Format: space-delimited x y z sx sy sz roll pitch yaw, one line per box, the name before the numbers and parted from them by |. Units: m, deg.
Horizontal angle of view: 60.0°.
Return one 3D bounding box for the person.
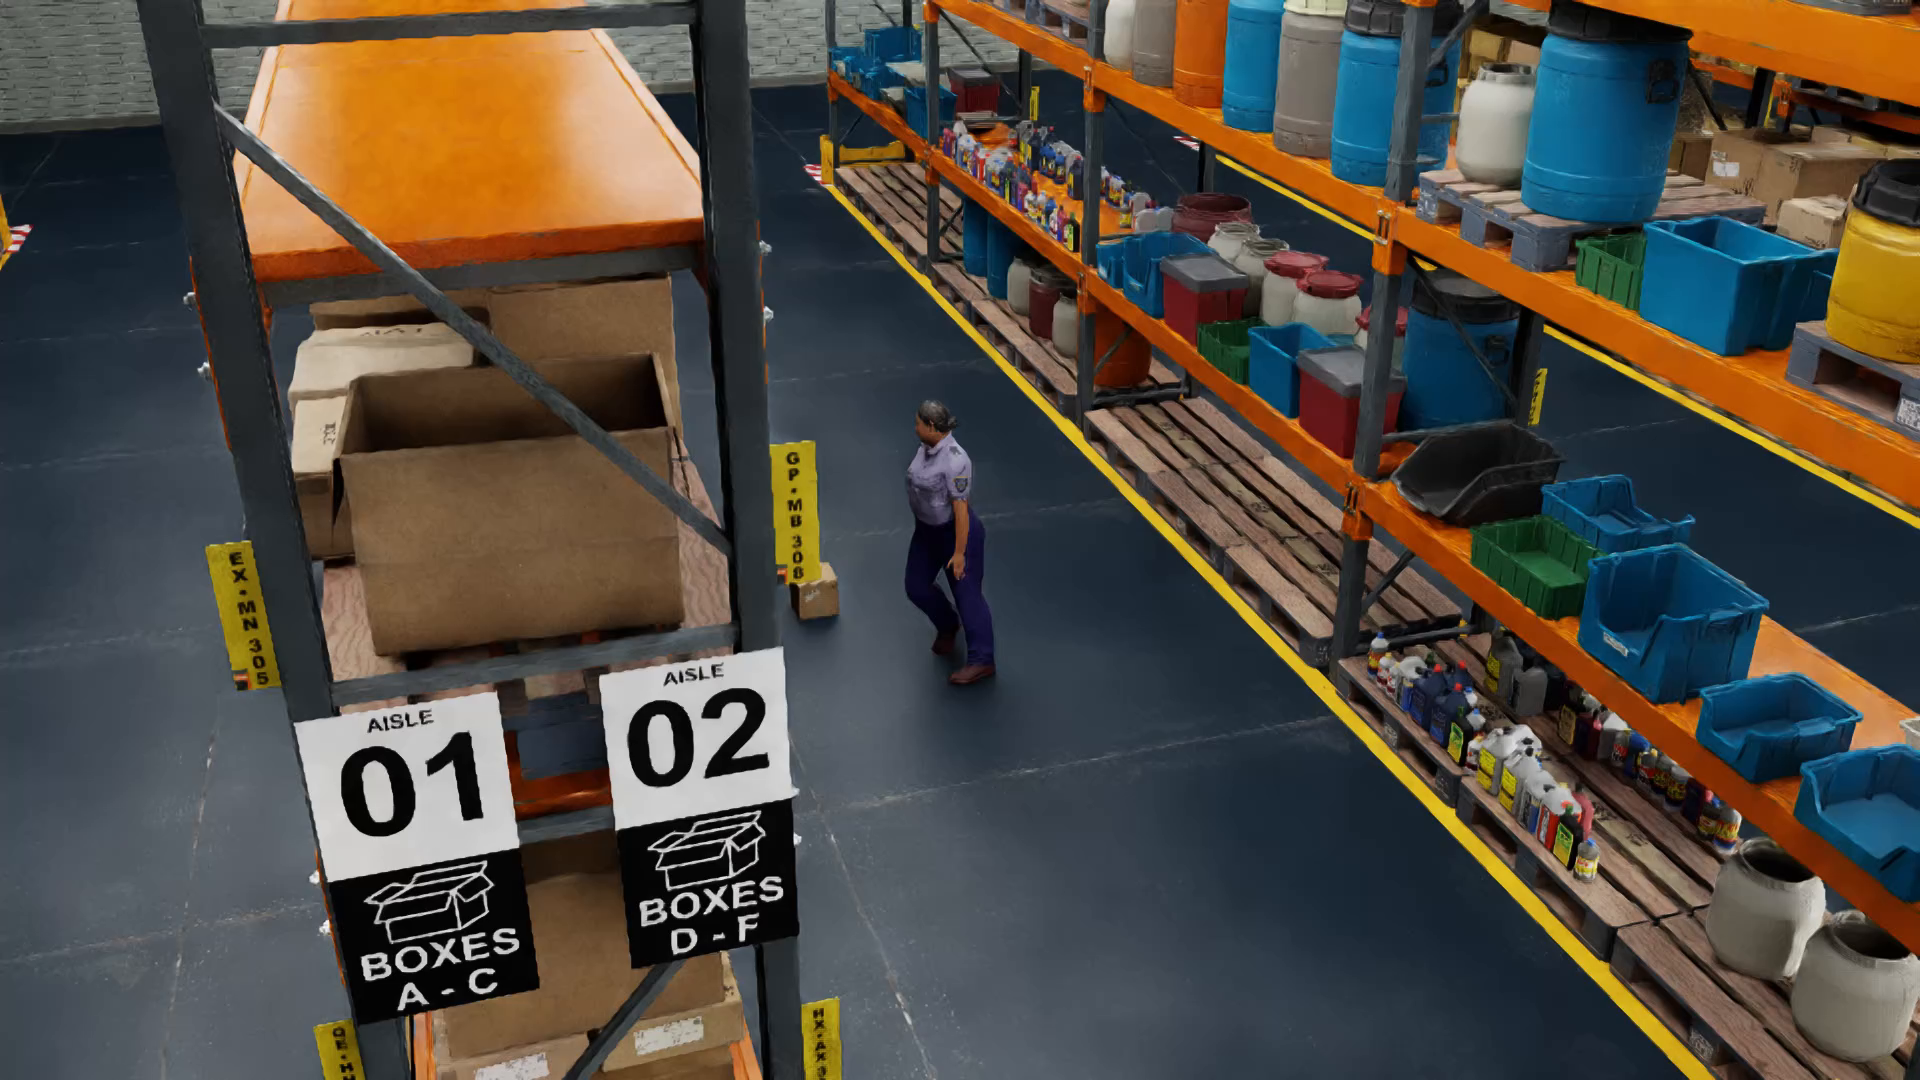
person | -0.054 -0.015 9.398 0.406 1.618 0.569 -17 31 -31
